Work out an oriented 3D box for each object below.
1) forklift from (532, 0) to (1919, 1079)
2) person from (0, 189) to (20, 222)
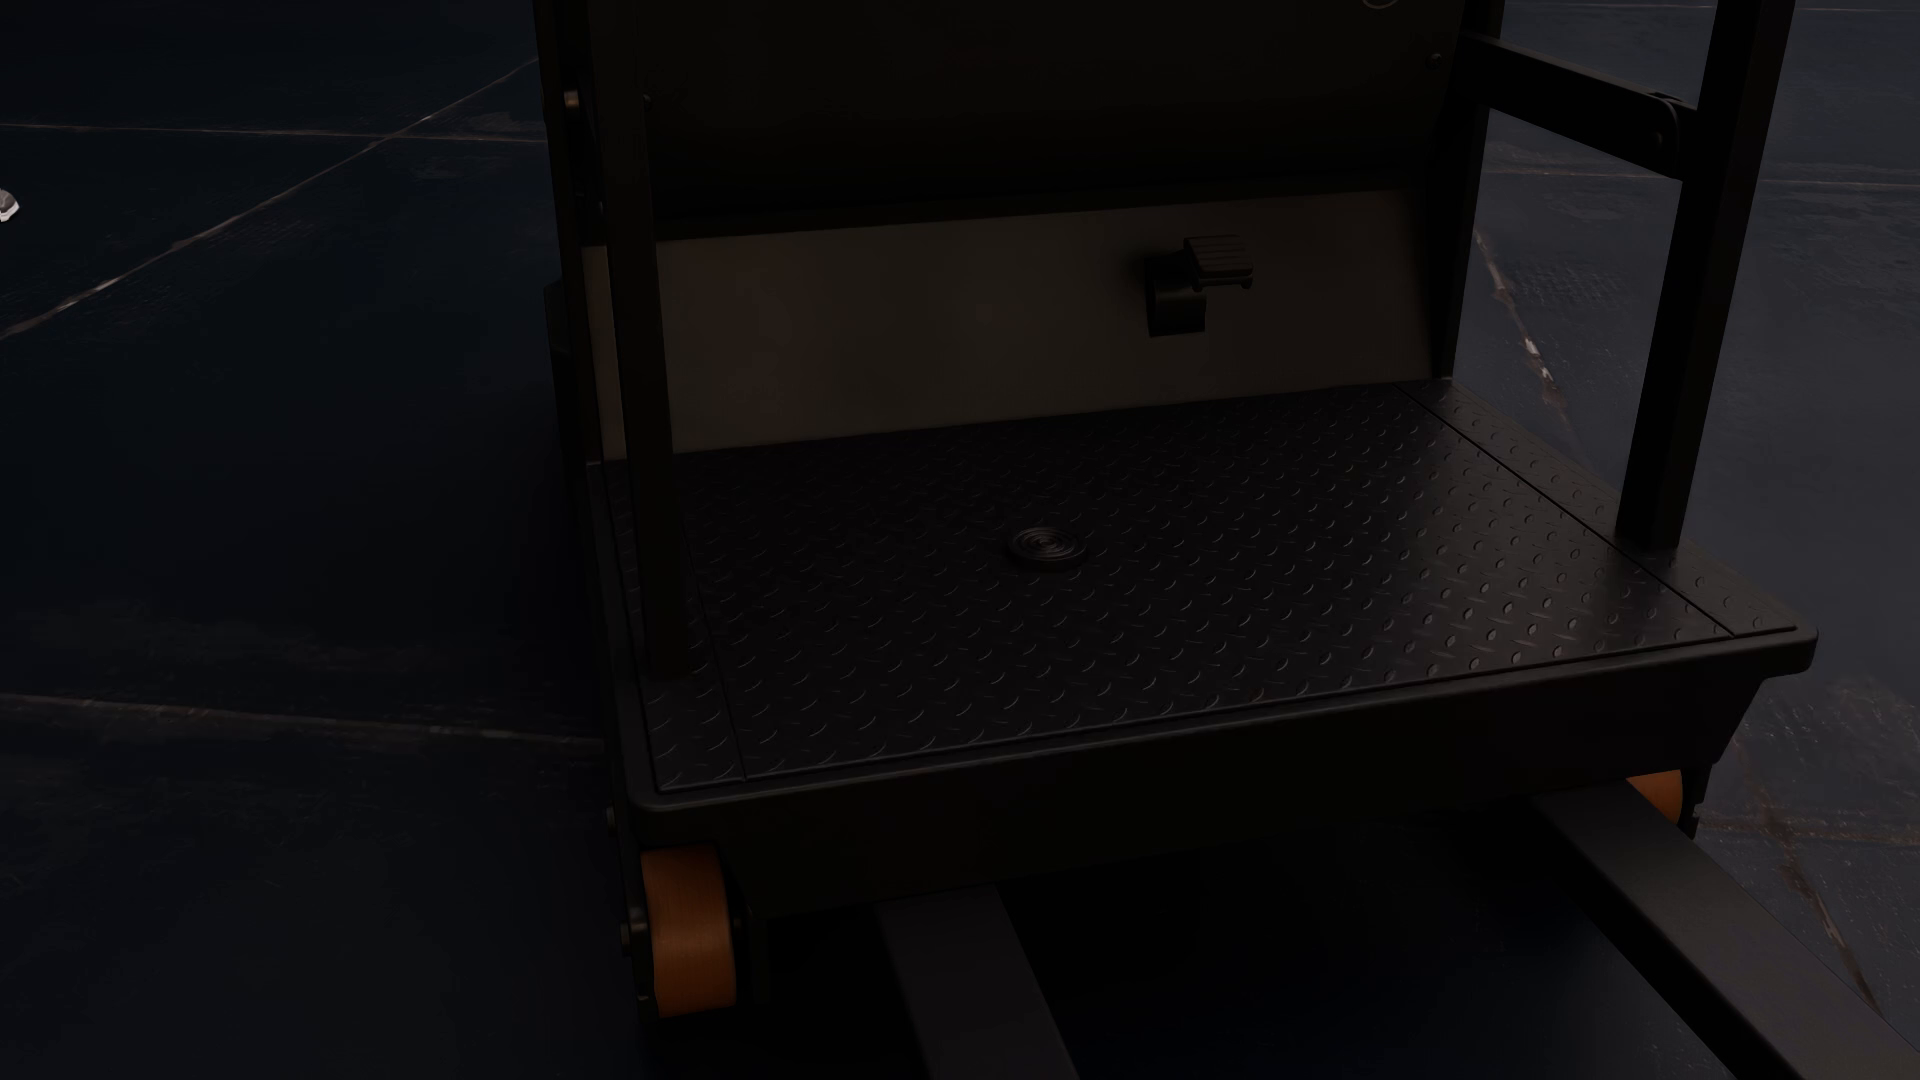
[{"bbox_3d":[0.153,-1.049,1.319,1.130,2.935,3.031,-7,27,-13],"label":"forklift"},{"bbox_3d":[-2.537,-1.453,3.641,0.607,1.587,0.440,11,28,21],"label":"person"}]
